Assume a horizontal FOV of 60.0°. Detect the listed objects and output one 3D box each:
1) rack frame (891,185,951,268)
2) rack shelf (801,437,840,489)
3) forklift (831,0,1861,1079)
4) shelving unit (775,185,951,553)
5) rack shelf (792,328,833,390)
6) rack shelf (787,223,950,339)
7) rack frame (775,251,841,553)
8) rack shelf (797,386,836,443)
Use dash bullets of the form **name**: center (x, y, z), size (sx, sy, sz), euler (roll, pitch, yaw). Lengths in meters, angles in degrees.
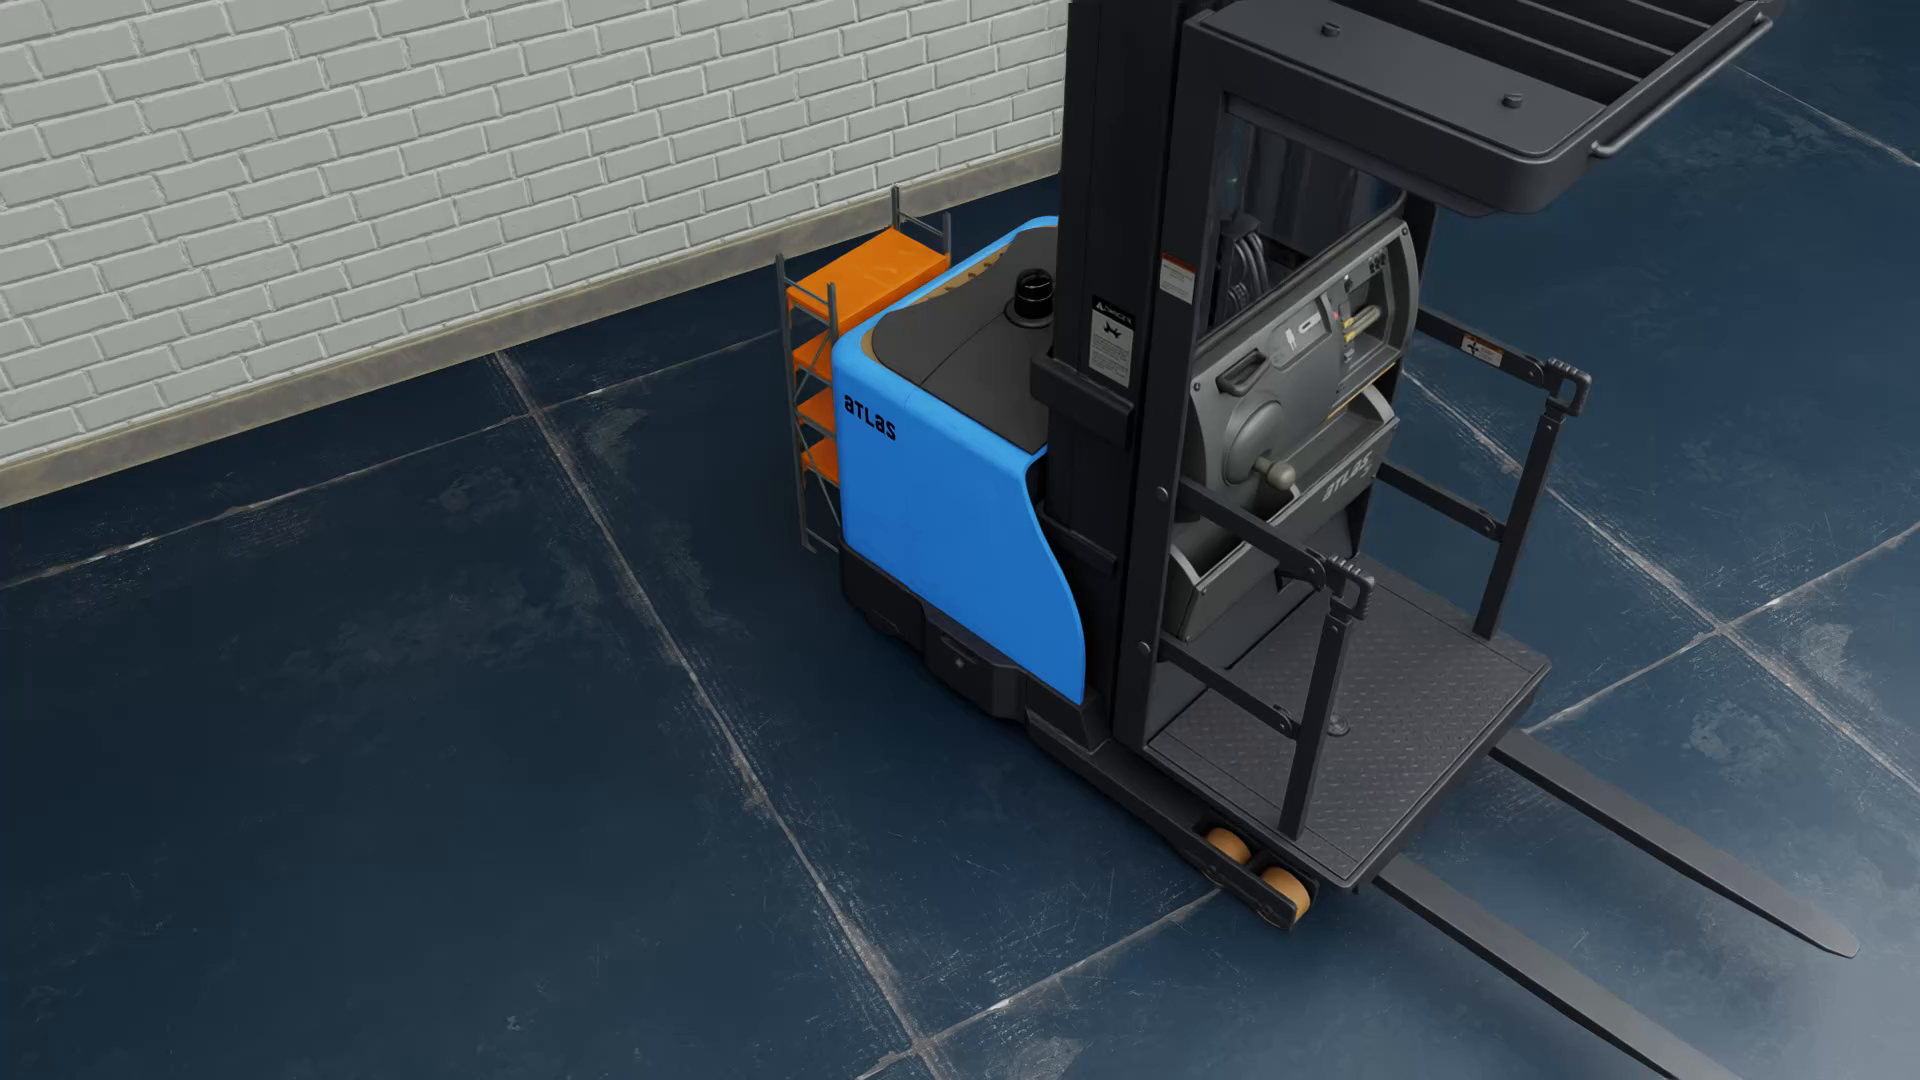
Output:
- **rack frame**: center (-0.120, -0.610, 5.517), size (0.240, 1.200, 0.015), euler (33, 53, 29)
- **rack shelf**: center (-0.286, -0.294, 5.574), size (0.258, 0.148, 0.480), euler (33, 53, 29)
- **forklift**: center (1.025, -0.391, 4.048), size (3.031, 2.935, 1.130), euler (33, 53, 30)
- **shelving unit**: center (-0.286, -0.485, 5.388), size (0.258, 1.200, 0.503), euler (33, 53, 29)
- **rack shelf**: center (-0.286, -0.597, 5.279), size (0.258, 0.148, 0.480), euler (33, 53, 29)
- **rack shelf**: center (-0.286, -0.767, 5.115), size (0.258, 0.148, 0.480), euler (33, 53, 29)
- **rack frame**: center (-0.452, -0.361, 5.260), size (0.240, 1.200, 0.015), euler (33, 53, 29)
- **rack shelf**: center (-0.286, -0.437, 5.435), size (0.258, 0.148, 0.480), euler (33, 53, 29)
